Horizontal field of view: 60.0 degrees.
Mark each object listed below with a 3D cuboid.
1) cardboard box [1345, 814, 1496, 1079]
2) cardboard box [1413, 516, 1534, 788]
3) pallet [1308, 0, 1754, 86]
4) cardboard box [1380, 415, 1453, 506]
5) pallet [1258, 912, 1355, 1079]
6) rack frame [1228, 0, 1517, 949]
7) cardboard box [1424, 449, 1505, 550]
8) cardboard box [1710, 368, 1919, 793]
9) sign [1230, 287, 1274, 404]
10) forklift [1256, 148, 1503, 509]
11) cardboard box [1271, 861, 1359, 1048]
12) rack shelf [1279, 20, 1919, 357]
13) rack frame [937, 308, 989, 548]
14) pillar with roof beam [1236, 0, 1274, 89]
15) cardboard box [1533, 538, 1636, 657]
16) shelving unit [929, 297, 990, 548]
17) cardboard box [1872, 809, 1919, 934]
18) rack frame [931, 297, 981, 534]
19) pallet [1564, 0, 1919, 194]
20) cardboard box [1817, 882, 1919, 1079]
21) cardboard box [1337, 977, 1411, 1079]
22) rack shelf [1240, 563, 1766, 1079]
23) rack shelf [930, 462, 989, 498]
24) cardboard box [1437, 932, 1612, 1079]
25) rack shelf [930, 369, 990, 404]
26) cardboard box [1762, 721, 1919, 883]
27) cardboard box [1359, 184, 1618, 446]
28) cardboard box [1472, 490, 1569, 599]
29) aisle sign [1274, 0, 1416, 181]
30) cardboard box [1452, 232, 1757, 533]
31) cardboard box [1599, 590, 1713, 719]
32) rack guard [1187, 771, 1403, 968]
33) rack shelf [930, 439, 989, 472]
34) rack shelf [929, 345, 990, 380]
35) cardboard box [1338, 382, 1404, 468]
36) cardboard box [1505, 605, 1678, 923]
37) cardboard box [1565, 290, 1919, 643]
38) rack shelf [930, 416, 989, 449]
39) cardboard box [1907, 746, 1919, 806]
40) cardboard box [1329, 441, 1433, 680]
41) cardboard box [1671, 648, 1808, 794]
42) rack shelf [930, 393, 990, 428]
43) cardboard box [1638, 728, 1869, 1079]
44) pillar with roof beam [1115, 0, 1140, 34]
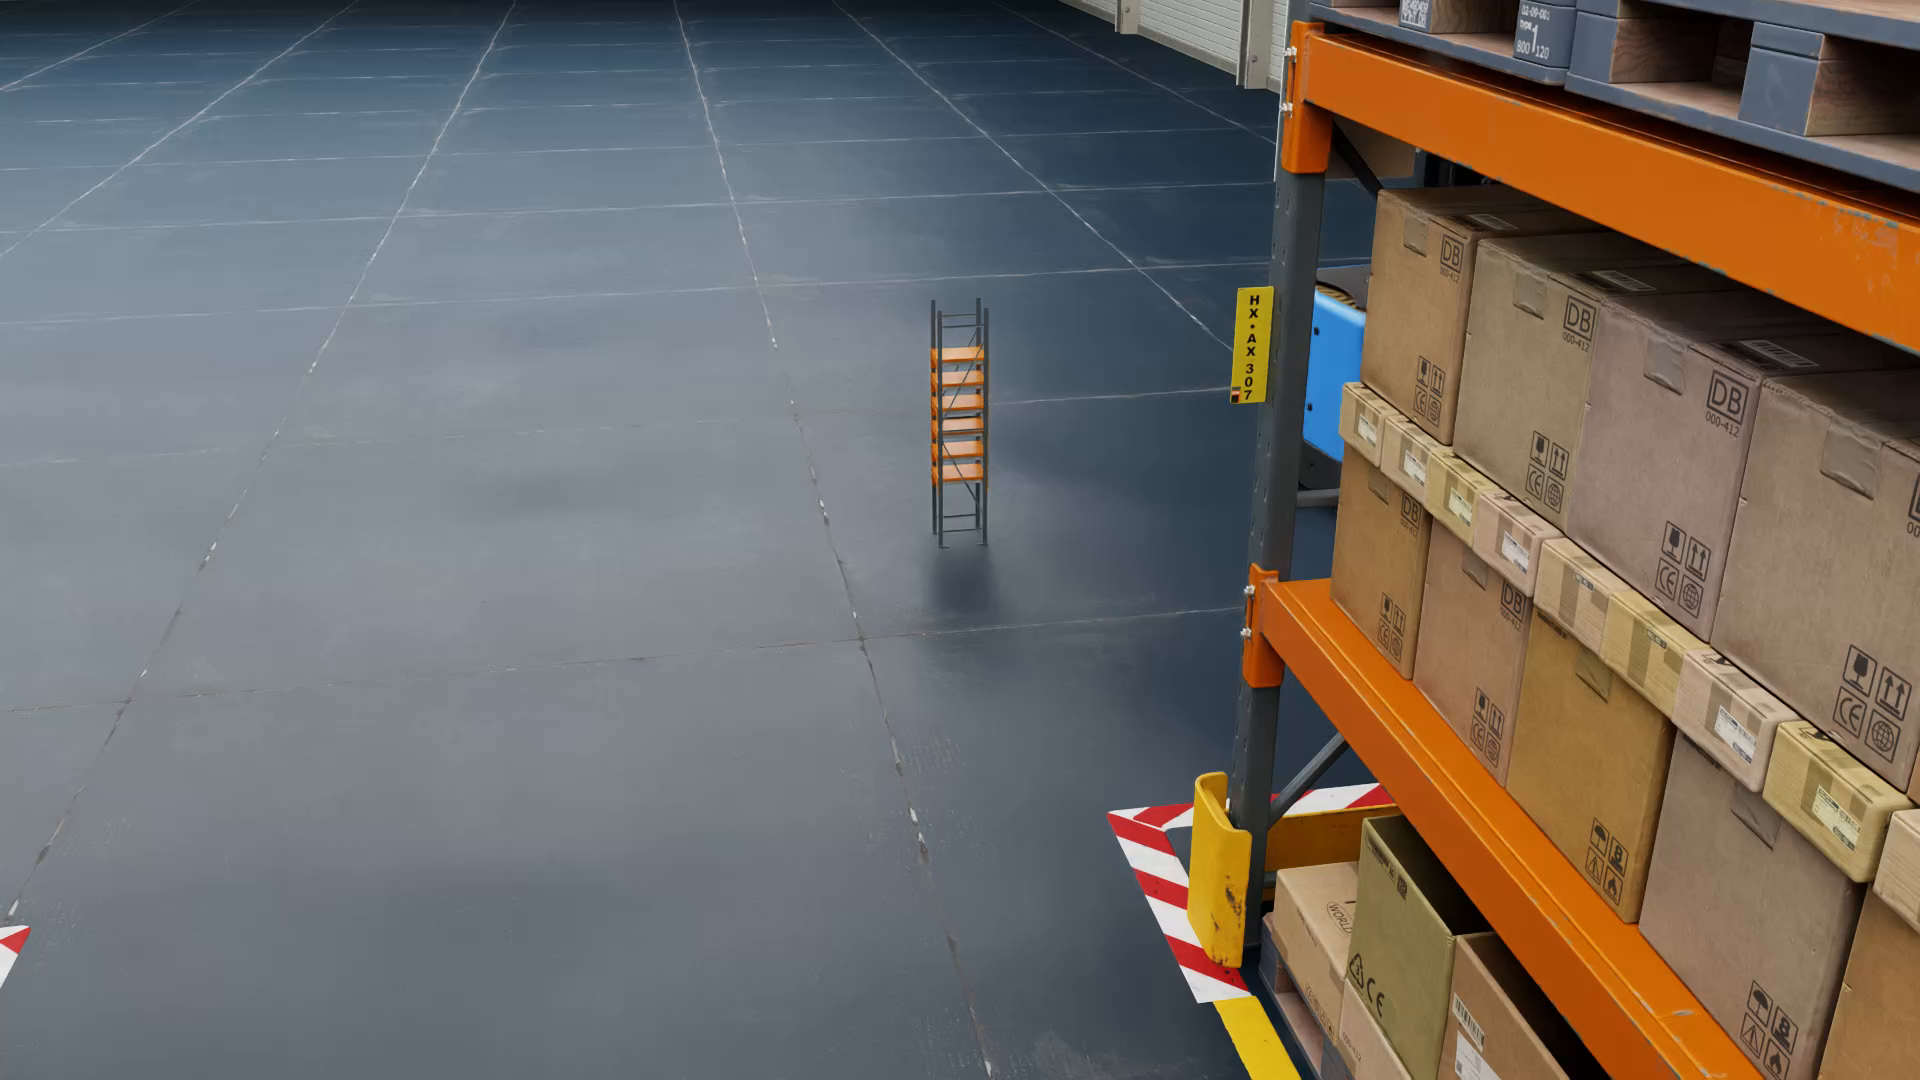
[{"bbox_3d":[1.317,1.013,4.157,0.500,0.500,0.500,-4,24,-10],"label":"cardboard box"},{"bbox_3d":[1.518,0.210,3.897,0.700,0.500,0.500,-4,24,-8],"label":"cardboard box"},{"bbox_3d":[1.447,-1.189,3.588,1.003,0.211,1.213,-4,24,-10],"label":"pallet"},{"bbox_3d":[1.255,-0.204,4.034,0.380,0.149,0.250,-5,24,-11],"label":"cardboard box"},{"bbox_3d":[1.525,1.440,4.688,1.003,0.211,1.213,-4,24,-10],"label":"pallet"},{"bbox_3d":[1.342,-0.135,4.811,1.000,3.000,0.127,-4,24,-10],"label":"rack frame"},{"bbox_3d":[1.299,-0.106,3.809,0.380,0.149,0.250,-4,24,-10],"label":"cardboard box"},{"bbox_3d":[1.715,0.032,2.684,0.700,0.500,0.500,-4,24,-10],"label":"cardboard box"},{"bbox_3d":[0.796,-0.529,4.534,0.100,0.325,0.005,-4,24,-10],"label":"sign"},{"bbox_3d":[3.211,-1.787,8.680,3.031,2.935,1.130,-8,25,-17],"label":"forklift"},{"bbox_3d":[1.223,1.160,4.757,0.500,0.250,0.500,-4,24,-10],"label":"cardboard box"},{"bbox_3d":[1.712,-0.393,2.554,1.077,0.370,4.000,-4,24,-10],"label":"rack shelf"},{"bbox_3d":[0.014,-0.520,7.940,0.240,1.200,0.006,-4,24,-10],"label":"rack frame"},{"bbox_3d":[-0.370,-9.802,19.451,9.100,9.000,0.400,-4,24,-10],"label":"pillar with roof beam"},{"bbox_3d":[1.396,0.098,3.342,0.380,0.149,0.250,-5,24,-12],"label":"cardboard box"},{"bbox_3d":[-0.003,-0.556,8.023,0.258,1.200,0.189,-4,24,-10],"label":"shelving unit"},{"bbox_3d":[1.588,0.505,2.412,0.380,0.149,0.250,-4,24,-8],"label":"cardboard box"},{"bbox_3d":[-0.020,-0.592,8.105,0.240,1.200,0.006,-4,24,-10],"label":"rack frame"},{"bbox_3d":[1.676,-0.708,2.487,1.003,0.211,1.213,-4,24,-10],"label":"pallet"},{"bbox_3d":[1.801,0.814,2.514,0.700,0.500,0.500,-4,24,-9],"label":"cardboard box"},{"bbox_3d":[1.319,1.356,4.307,0.500,0.250,0.500,-4,24,-10],"label":"cardboard box"},{"bbox_3d":[1.712,0.981,3.154,1.077,0.370,4.000,-4,24,-10],"label":"rack shelf"},{"bbox_3d":[-0.003,-0.295,8.137,0.258,0.103,0.180,-4,24,-10],"label":"rack shelf"},{"bbox_3d":[1.422,1.209,3.709,0.500,0.500,0.500,-4,24,-10],"label":"cardboard box"},{"bbox_3d":[-0.003,-0.735,7.945,0.258,0.103,0.180,-4,24,-10],"label":"rack shelf"},{"bbox_3d":[1.536,0.400,2.650,0.380,0.149,0.250,-4,24,-8],"label":"cardboard box"},{"bbox_3d":[1.426,-0.570,4.061,0.700,0.500,0.500,-4,24,-10],"label":"cardboard box"},{"bbox_3d":[1.344,-0.007,3.582,0.380,0.149,0.250,-5,24,-11],"label":"cardboard box"},{"bbox_3d":[1.029,-1.330,4.298,0.394,0.787,0.004,-4,24,-10],"label":"aisle sign"},{"bbox_3d":[1.528,-0.364,3.589,0.700,0.500,0.500,-5,24,-11],"label":"cardboard box"},{"bbox_3d":[1.443,0.199,3.112,0.380,0.149,0.250,-5,24,-10],"label":"cardboard box"},{"bbox_3d":[1.338,1.001,5.333,1.175,0.500,0.348,-4,24,-10],"label":"rack guard"},{"bbox_3d":[-0.003,-0.405,8.089,0.258,0.103,0.180,-4,24,-10],"label":"rack shelf"},{"bbox_3d":[-0.003,-0.845,7.897,0.258,0.103,0.180,-4,24,-10],"label":"rack shelf"},{"bbox_3d":[1.203,-0.308,4.272,0.380,0.149,0.250,-4,24,-10],"label":"cardboard box"},{"bbox_3d":[1.604,0.406,3.448,0.700,0.500,0.500,-4,24,-9],"label":"cardboard box"},{"bbox_3d":[1.622,-0.165,3.135,0.700,0.500,0.500,-4,24,-10],"label":"cardboard box"},{"bbox_3d":[-0.003,-0.515,8.041,0.258,0.103,0.180,-4,24,-10],"label":"rack shelf"},{"bbox_3d":[1.807,0.228,2.234,0.700,0.500,0.500,-4,24,-10],"label":"cardboard box"},{"bbox_3d":[1.416,0.004,4.369,0.700,0.500,0.500,-4,24,-10],"label":"cardboard box"},{"bbox_3d":[1.486,0.297,2.887,0.380,0.149,0.250,-4,24,-9],"label":"cardboard box"},{"bbox_3d":[-0.003,-0.625,7.993,0.258,0.103,0.180,-4,24,-10],"label":"rack shelf"},{"bbox_3d":[1.705,0.612,2.975,0.700,0.500,0.500,-4,24,-8],"label":"cardboard box"},{"bbox_3d":[-1.479,-12.163,24.855,9.100,9.000,0.400,-4,24,-10],"label":"pillar with roof beam"}]
